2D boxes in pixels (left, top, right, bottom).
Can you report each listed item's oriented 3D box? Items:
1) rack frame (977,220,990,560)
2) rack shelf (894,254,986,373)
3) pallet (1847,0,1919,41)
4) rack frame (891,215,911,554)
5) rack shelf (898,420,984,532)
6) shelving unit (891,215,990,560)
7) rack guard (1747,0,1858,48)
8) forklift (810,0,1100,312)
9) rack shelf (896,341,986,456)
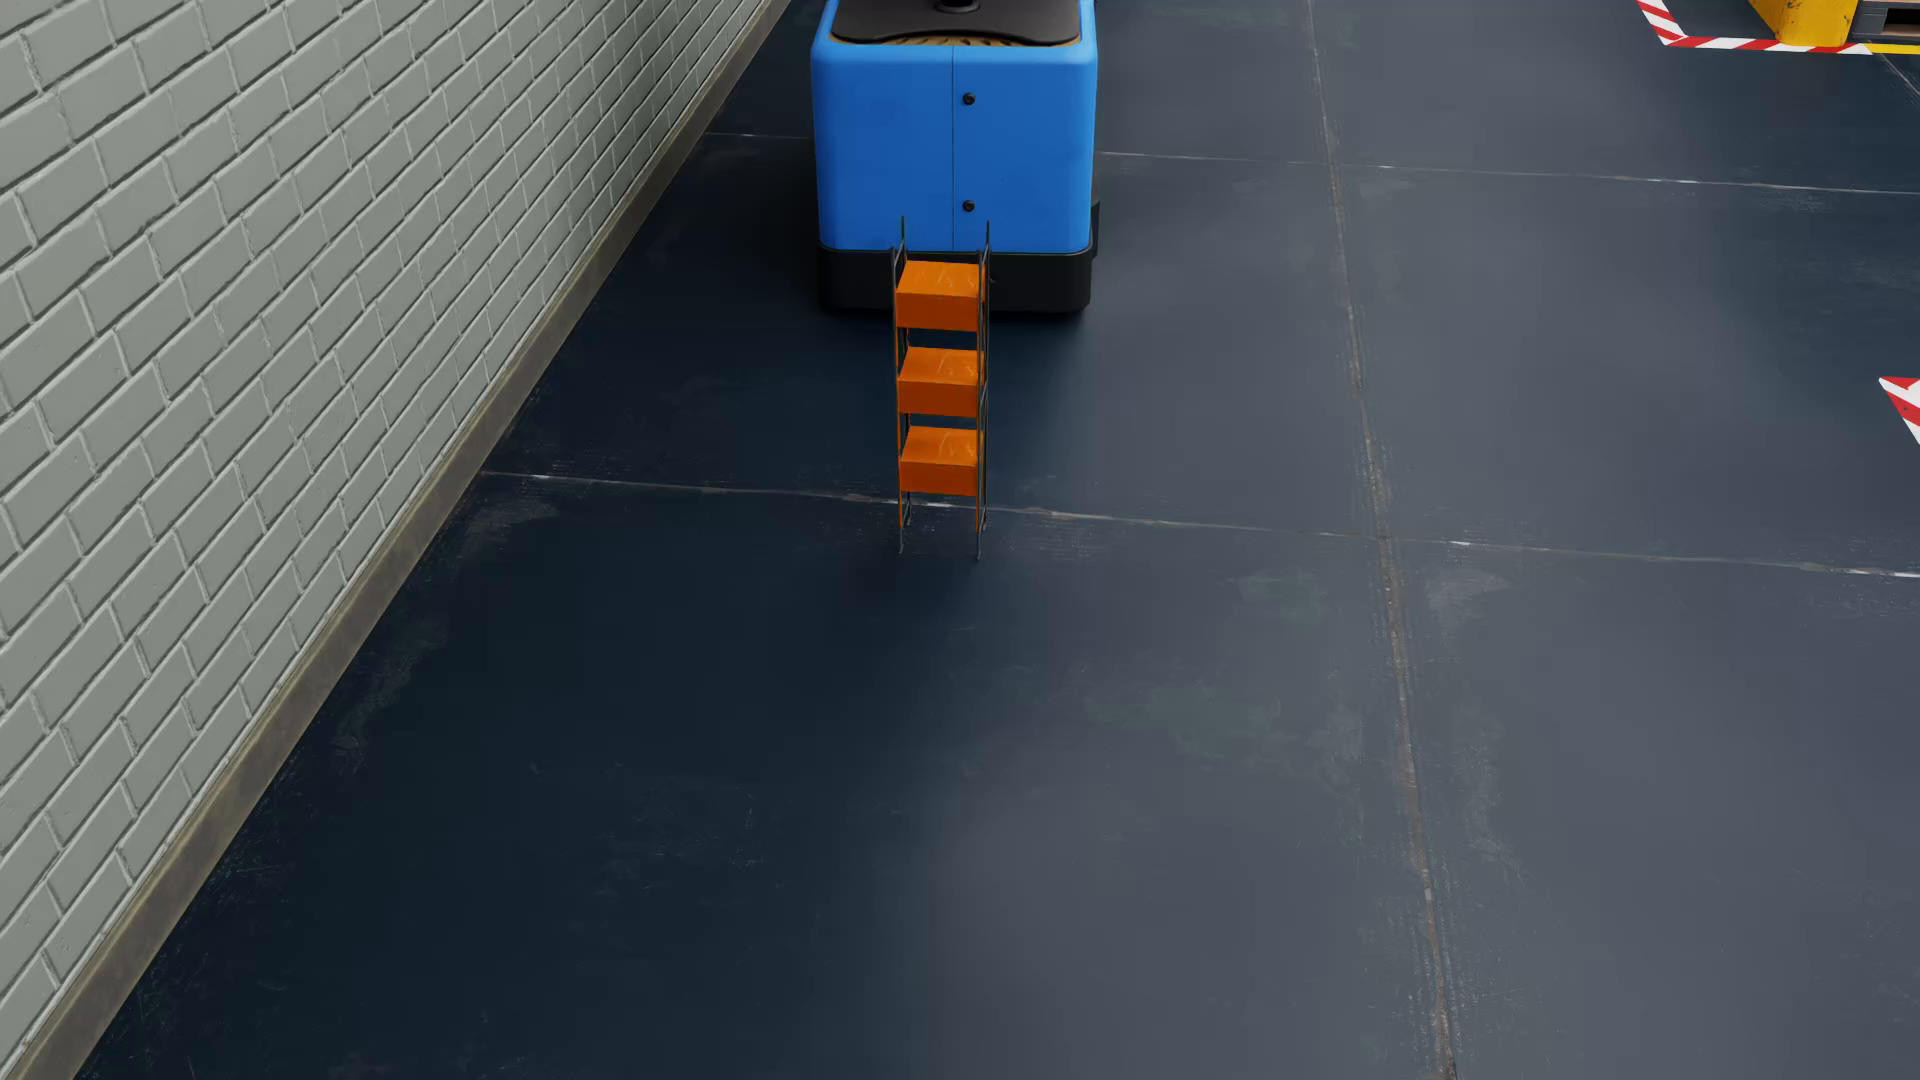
[{"bbox_3d":[0.068,-0.422,4.938,0.008,1.050,0.200,4,36,6],"label":"rack frame"},{"bbox_3d":[-0.053,-0.654,4.792,0.240,0.259,0.215,4,36,6],"label":"rack shelf"},{"bbox_3d":[5.518,-3.072,9.373,1.213,0.211,1.003,4,36,6],"label":"pallet"},{"bbox_3d":[-0.174,-0.440,4.963,0.008,1.050,0.200,4,36,6],"label":"rack frame"},{"bbox_3d":[-0.053,-0.196,5.118,0.240,0.259,0.215,4,36,6],"label":"rack shelf"},{"bbox_3d":[-0.053,-0.431,4.951,0.252,1.050,0.215,4,36,6],"label":"shelving unit"},{"bbox_3d":[4.691,-3.206,9.312,0.348,0.500,1.175,4,36,6],"label":"rack guard"},{"bbox_3d":[0.032,-2.890,6.777,1.130,2.935,3.031,1,36,2],"label":"forklift"},{"bbox_3d":[-0.053,-0.423,4.957,0.240,0.259,0.215,4,36,6],"label":"rack shelf"}]
